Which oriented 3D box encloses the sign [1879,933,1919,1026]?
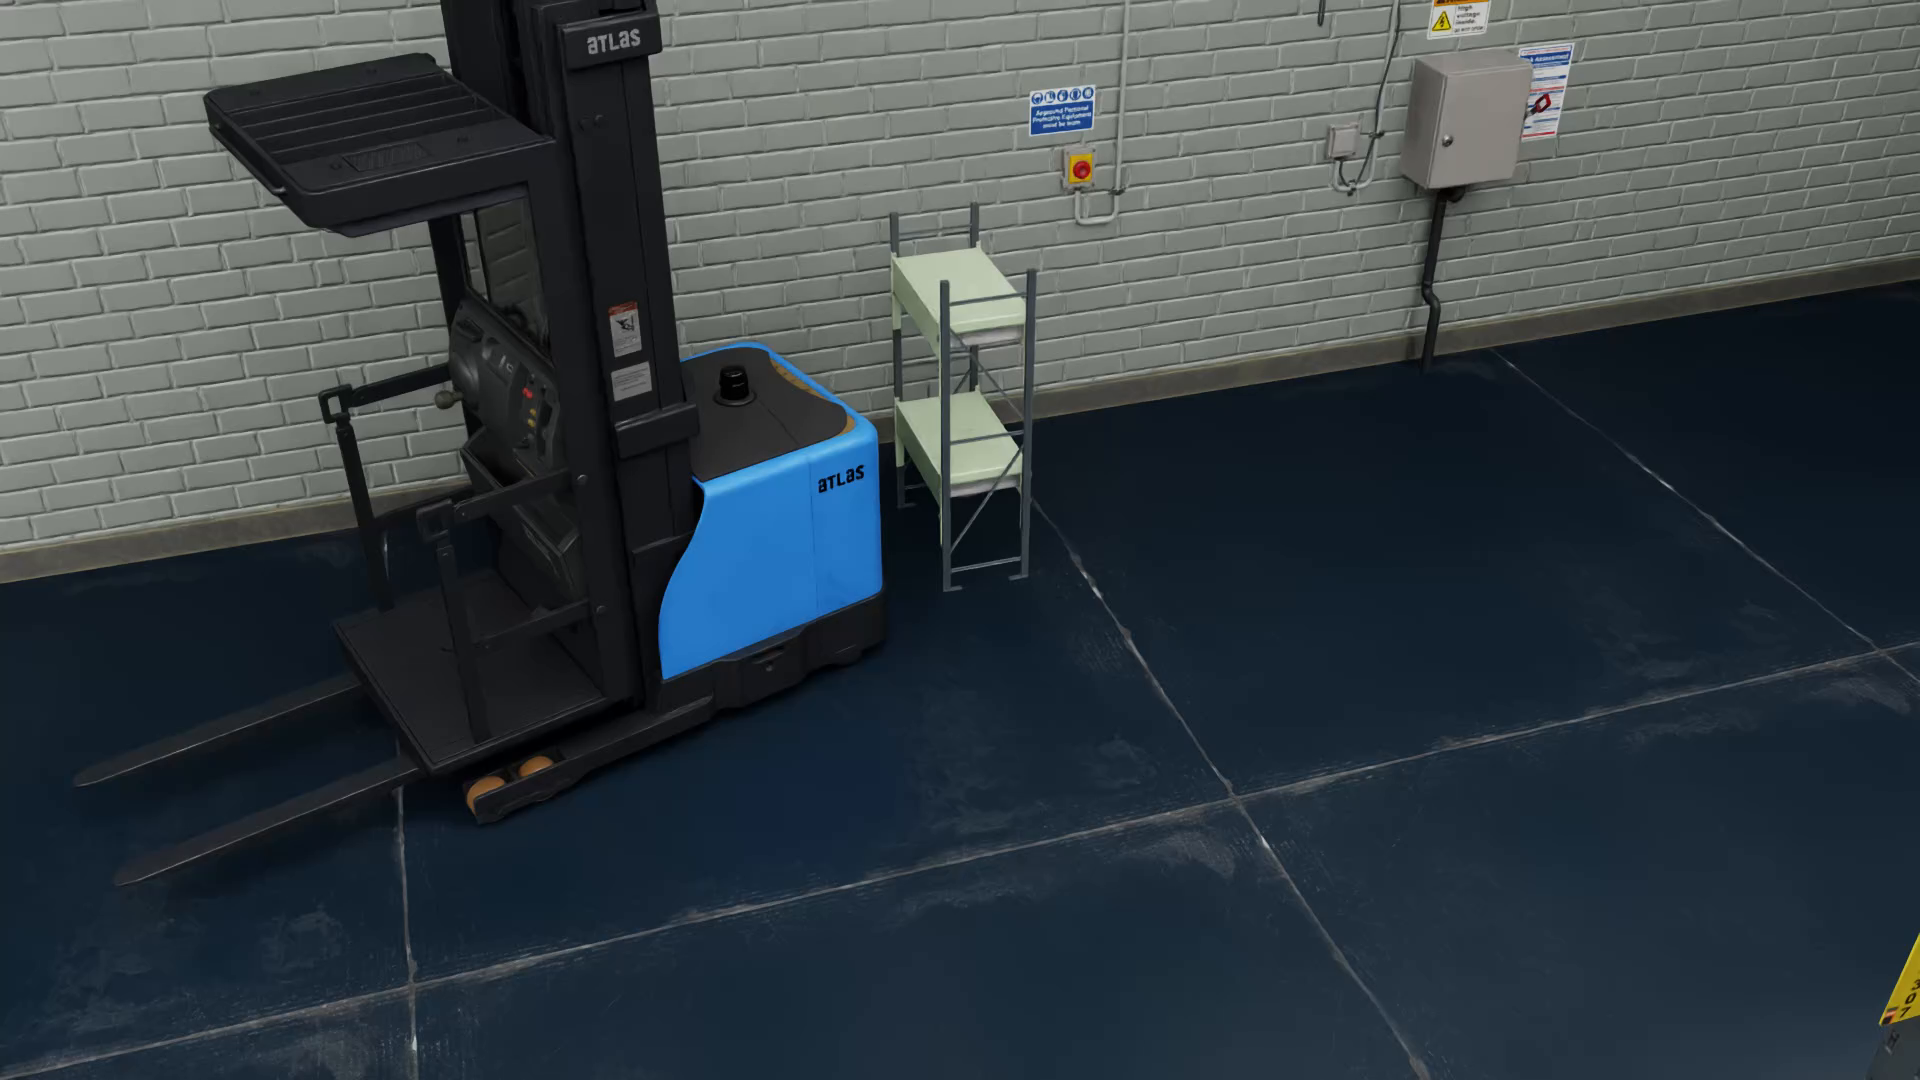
[{"bbox_3d":[1.759,0.761,3.020,0.100,0.325,0.005,-10,35,-15],"label":"sign"}]

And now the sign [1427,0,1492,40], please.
[{"bbox_3d":[2.477,-2.612,8.233,0.339,0.242,0.001,-10,35,-15],"label":"sign"}]

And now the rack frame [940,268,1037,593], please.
[{"bbox_3d":[0.114,-0.430,7.040,0.400,1.500,0.023,-10,35,-15],"label":"rack frame"}]

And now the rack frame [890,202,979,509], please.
[{"bbox_3d":[-0.110,-0.814,7.622,0.400,1.500,0.023,-10,35,-15],"label":"rack frame"}]

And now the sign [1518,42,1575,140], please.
[{"bbox_3d":[3.000,-2.320,8.627,0.329,0.494,0.001,-10,35,-15],"label":"sign"}]

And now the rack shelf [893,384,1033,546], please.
[{"bbox_3d":[0.002,-0.350,7.511,0.431,0.370,0.720,-10,35,-15],"label":"rack shelf"}]

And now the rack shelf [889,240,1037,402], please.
[{"bbox_3d":[0.002,-0.948,7.116,0.431,0.370,0.720,-10,35,-15],"label":"rack shelf"}]

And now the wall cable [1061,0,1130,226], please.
[{"bbox_3d":[0.547,-2.328,7.603,0.585,1.953,0.123,-10,35,-15],"label":"wall cable"}]

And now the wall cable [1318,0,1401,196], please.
[{"bbox_3d":[1.895,-2.560,7.982,0.588,1.984,0.122,-10,35,-15],"label":"wall cable"}]

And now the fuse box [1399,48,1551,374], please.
[{"bbox_3d":[2.592,-1.631,8.666,0.539,1.711,0.414,-10,35,-15],"label":"fuse box"}]

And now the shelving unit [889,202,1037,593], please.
[{"bbox_3d":[0.002,-0.622,7.331,0.431,1.500,0.755,-10,35,-15],"label":"shelving unit"}]

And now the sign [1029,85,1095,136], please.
[{"bbox_3d":[0.483,-2.028,7.854,0.327,0.218,0.001,-10,35,-15],"label":"sign"}]

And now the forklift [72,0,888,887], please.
[{"bbox_3d":[-1.800,-0.509,5.862,3.031,2.935,1.130,-22,39,-29],"label":"forklift"}]
